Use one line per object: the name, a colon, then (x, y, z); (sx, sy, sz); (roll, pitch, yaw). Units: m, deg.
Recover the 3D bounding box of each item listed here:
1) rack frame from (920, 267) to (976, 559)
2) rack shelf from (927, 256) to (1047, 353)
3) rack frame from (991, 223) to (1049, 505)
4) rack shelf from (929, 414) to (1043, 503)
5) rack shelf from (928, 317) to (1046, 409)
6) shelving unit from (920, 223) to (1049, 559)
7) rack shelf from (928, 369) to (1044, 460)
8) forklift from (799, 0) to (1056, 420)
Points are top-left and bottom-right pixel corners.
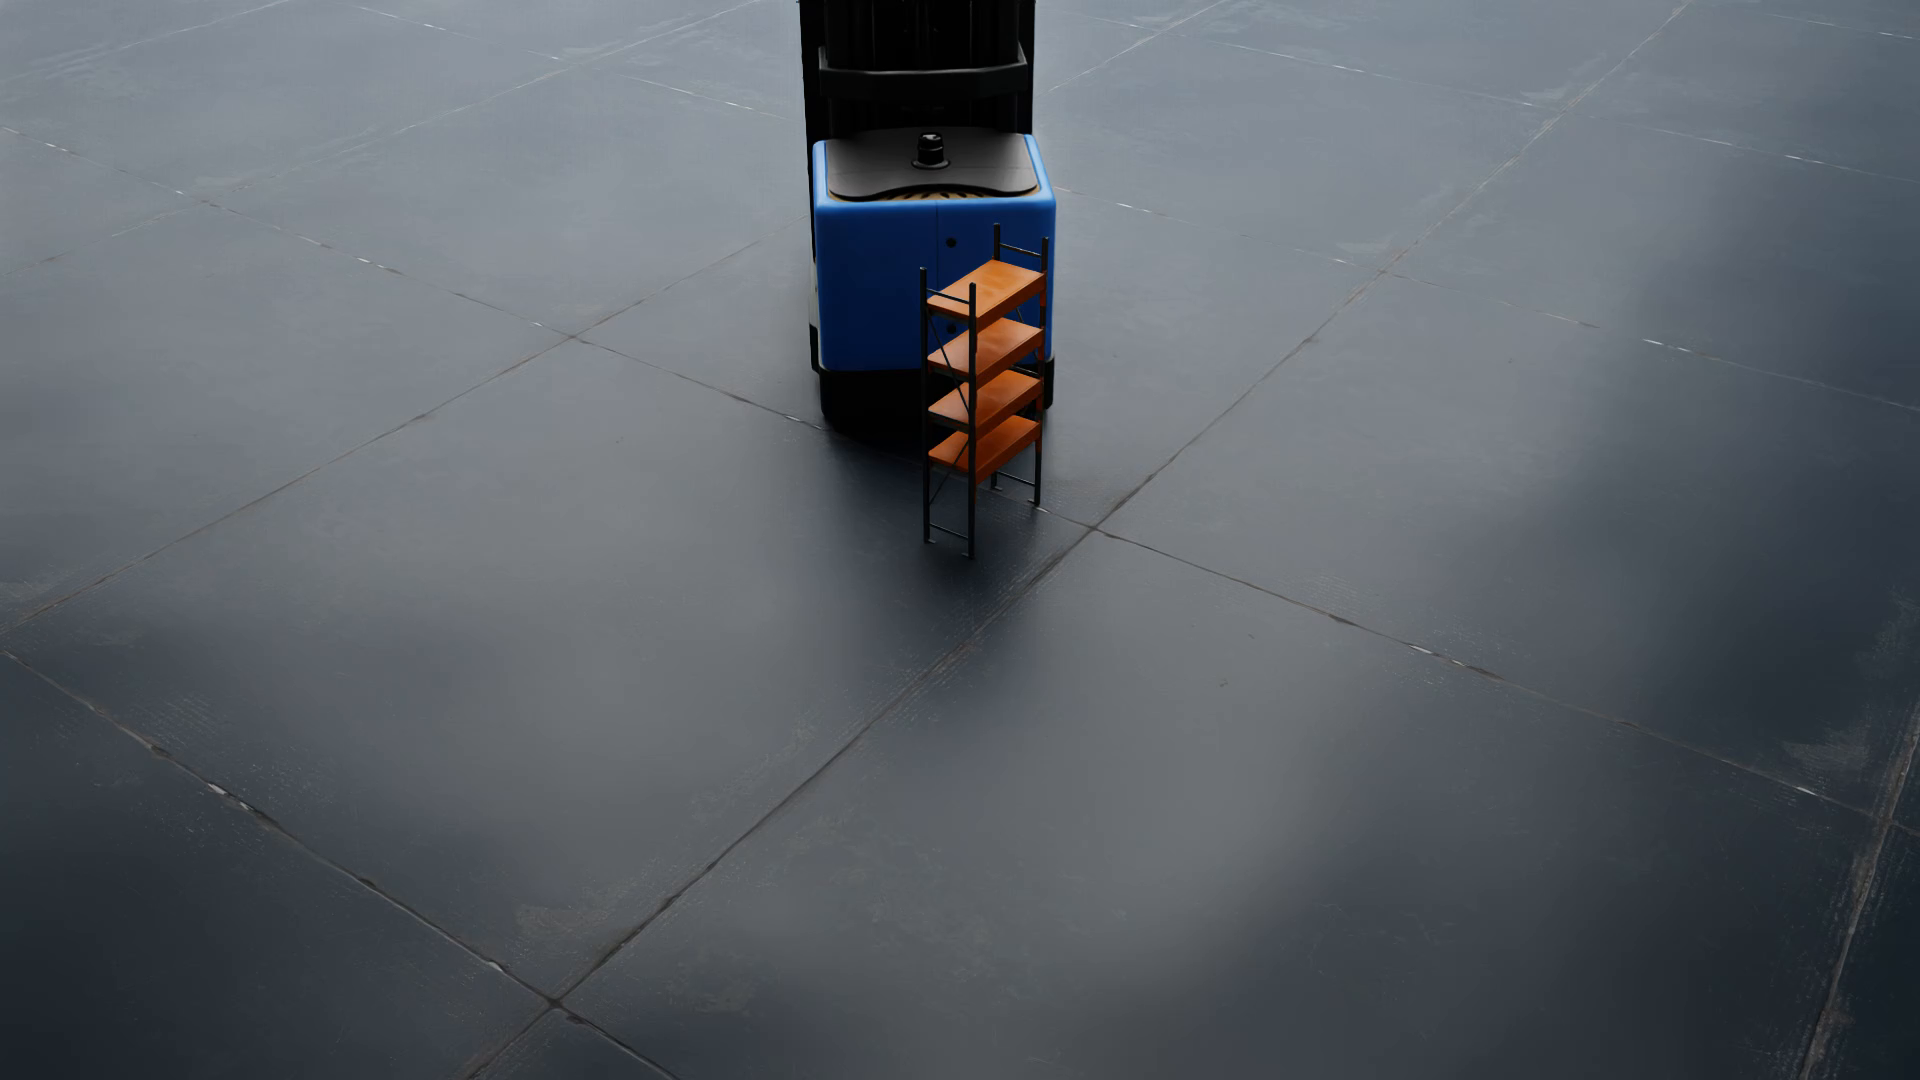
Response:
rack frame: (-0.045, -0.461, 6.361); (0.240, 1.200, 0.015); (21, 39, 28)
rack shelf: (0.094, -0.899, 6.306); (0.258, 0.148, 0.480); (21, 39, 28)
rack frame: (0.234, -0.686, 6.693); (0.240, 1.200, 0.015); (21, 39, 28)
rack shelf: (0.094, -0.353, 6.675); (0.258, 0.148, 0.480); (21, 39, 28)
rack shelf: (0.094, -0.703, 6.439); (0.258, 0.148, 0.480); (21, 39, 28)
shelving unit: (0.094, -0.573, 6.527); (0.258, 1.200, 0.503); (21, 39, 28)
rack shelf: (0.094, -0.517, 6.564); (0.258, 0.148, 0.480); (21, 39, 28)
forklift: (-0.218, -2.551, 7.906); (1.130, 2.935, 3.031); (-3, 34, -4)
